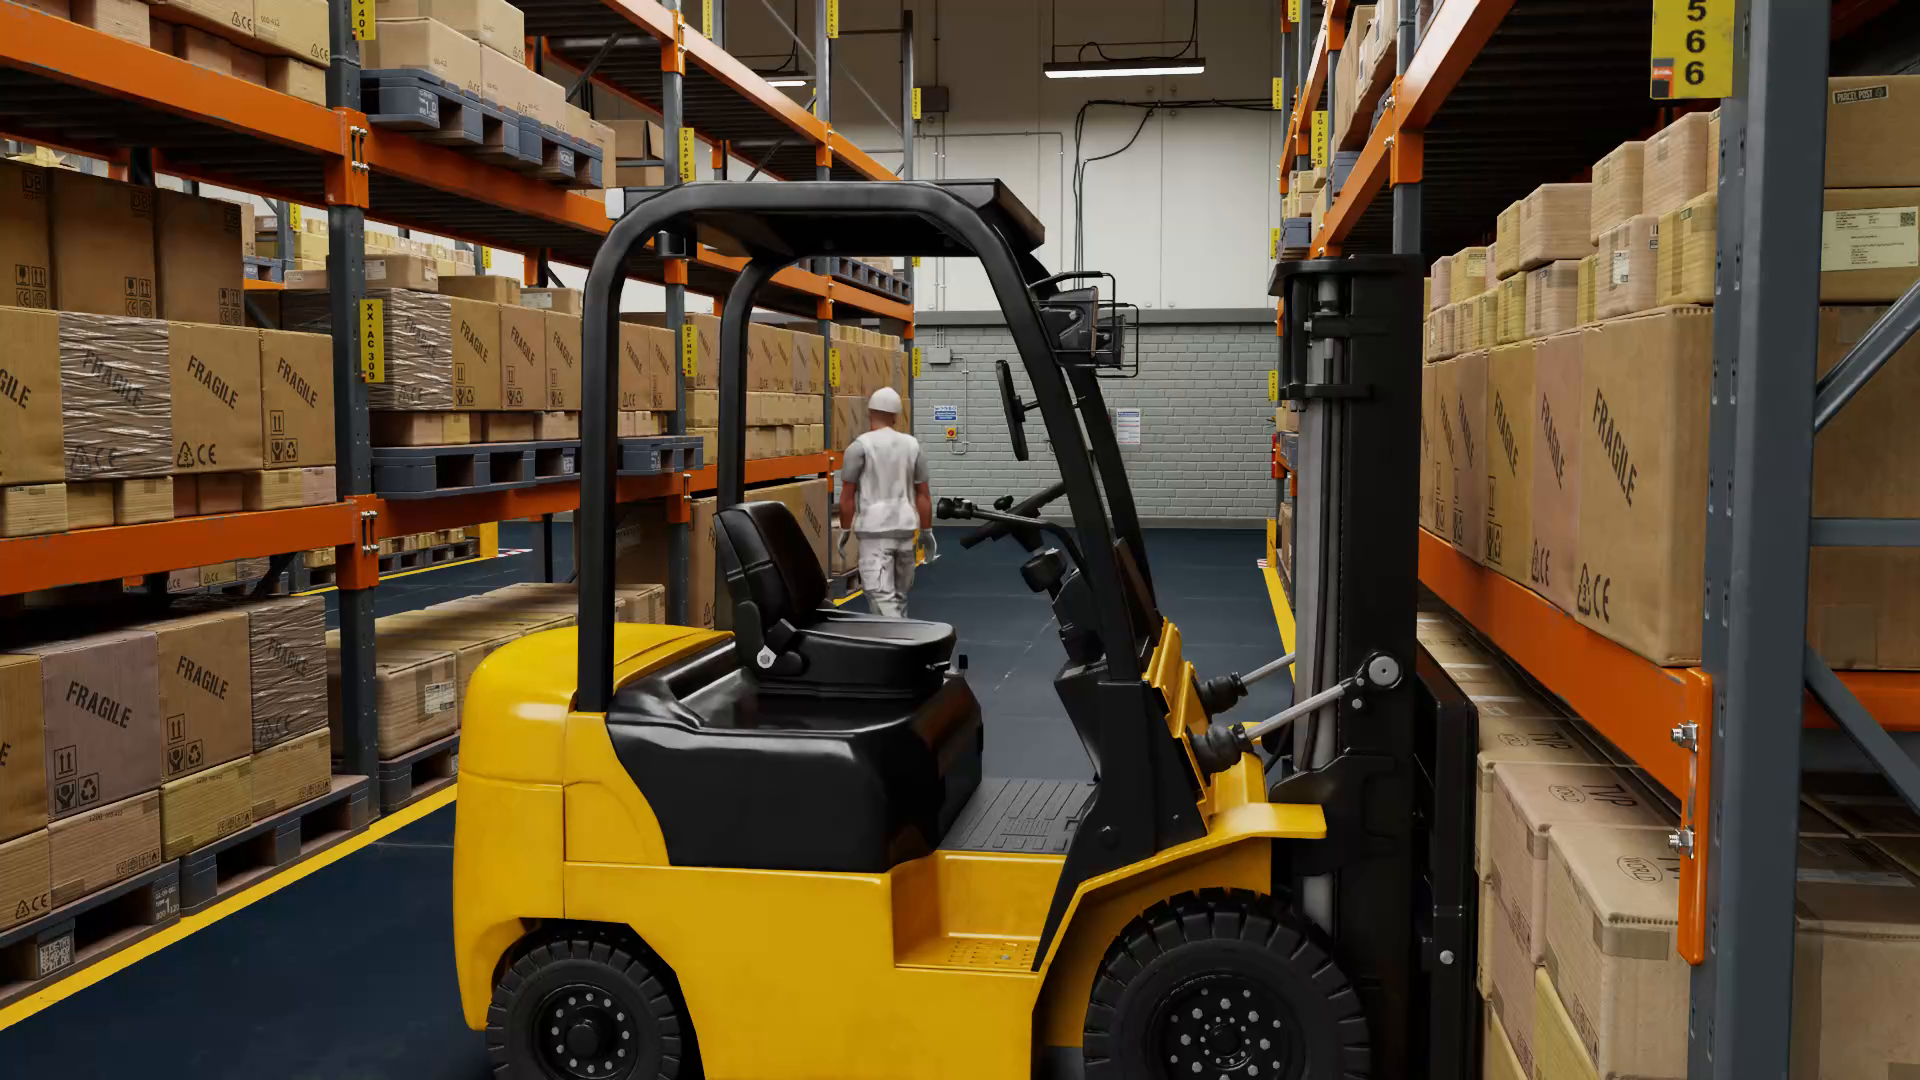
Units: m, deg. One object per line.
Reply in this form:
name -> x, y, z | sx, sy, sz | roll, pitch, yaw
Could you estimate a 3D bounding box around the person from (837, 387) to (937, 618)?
person -> -0.438, -0.013, 9.879 | 0.615, 1.783, 0.654 | -3, 5, -36
